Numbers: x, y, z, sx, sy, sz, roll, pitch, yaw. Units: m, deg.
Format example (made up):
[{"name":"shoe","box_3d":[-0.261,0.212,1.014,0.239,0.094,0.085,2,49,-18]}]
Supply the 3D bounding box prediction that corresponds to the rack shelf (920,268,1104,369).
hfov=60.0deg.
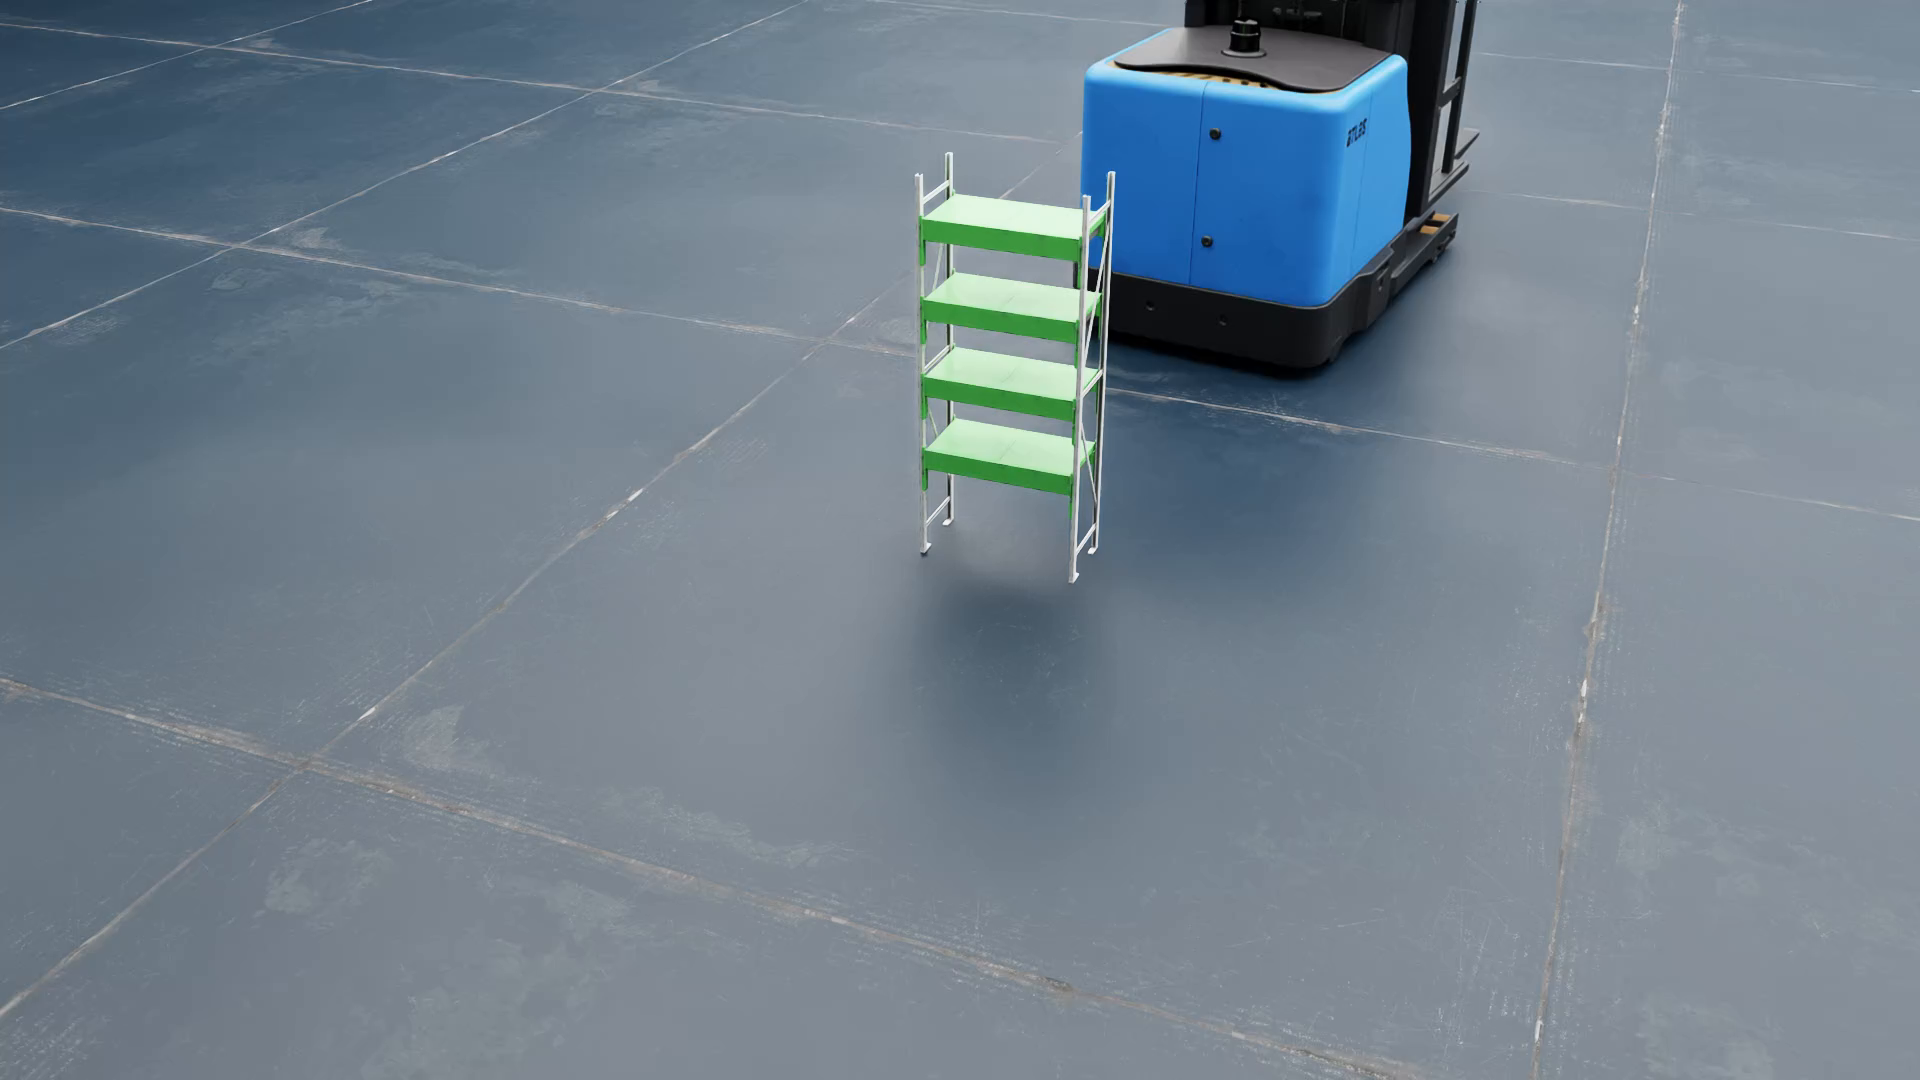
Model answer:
[{"name":"rack shelf","box_3d":[0.153,-0.645,4.814,0.480,0.148,0.258,11,31,19]}]

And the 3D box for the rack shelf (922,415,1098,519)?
[{"name":"rack shelf","box_3d":[0.153,-0.227,5.050,0.480,0.148,0.258,11,31,19]}]

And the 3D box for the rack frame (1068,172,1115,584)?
[{"name":"rack frame","box_3d":[0.379,-0.447,4.821,0.015,1.200,0.240,11,31,19]}]

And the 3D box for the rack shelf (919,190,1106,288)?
[{"name":"rack shelf","box_3d":[0.153,-0.854,4.696,0.480,0.148,0.258,11,31,19]}]

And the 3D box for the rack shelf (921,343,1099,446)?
[{"name":"rack shelf","box_3d":[0.153,-0.436,4.932,0.480,0.148,0.258,11,31,19]}]

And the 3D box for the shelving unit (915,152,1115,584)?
[{"name":"shelving unit","box_3d":[0.153,-0.492,4.901,0.503,1.200,0.258,11,31,19]}]

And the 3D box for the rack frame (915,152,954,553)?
[{"name":"rack frame","box_3d":[-0.073,-0.537,4.980,0.015,1.200,0.240,11,31,19]}]

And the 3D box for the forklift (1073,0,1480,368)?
[{"name":"forklift","box_3d":[1.616,-2.614,6.897,1.130,2.935,3.031,16,33,25]}]
